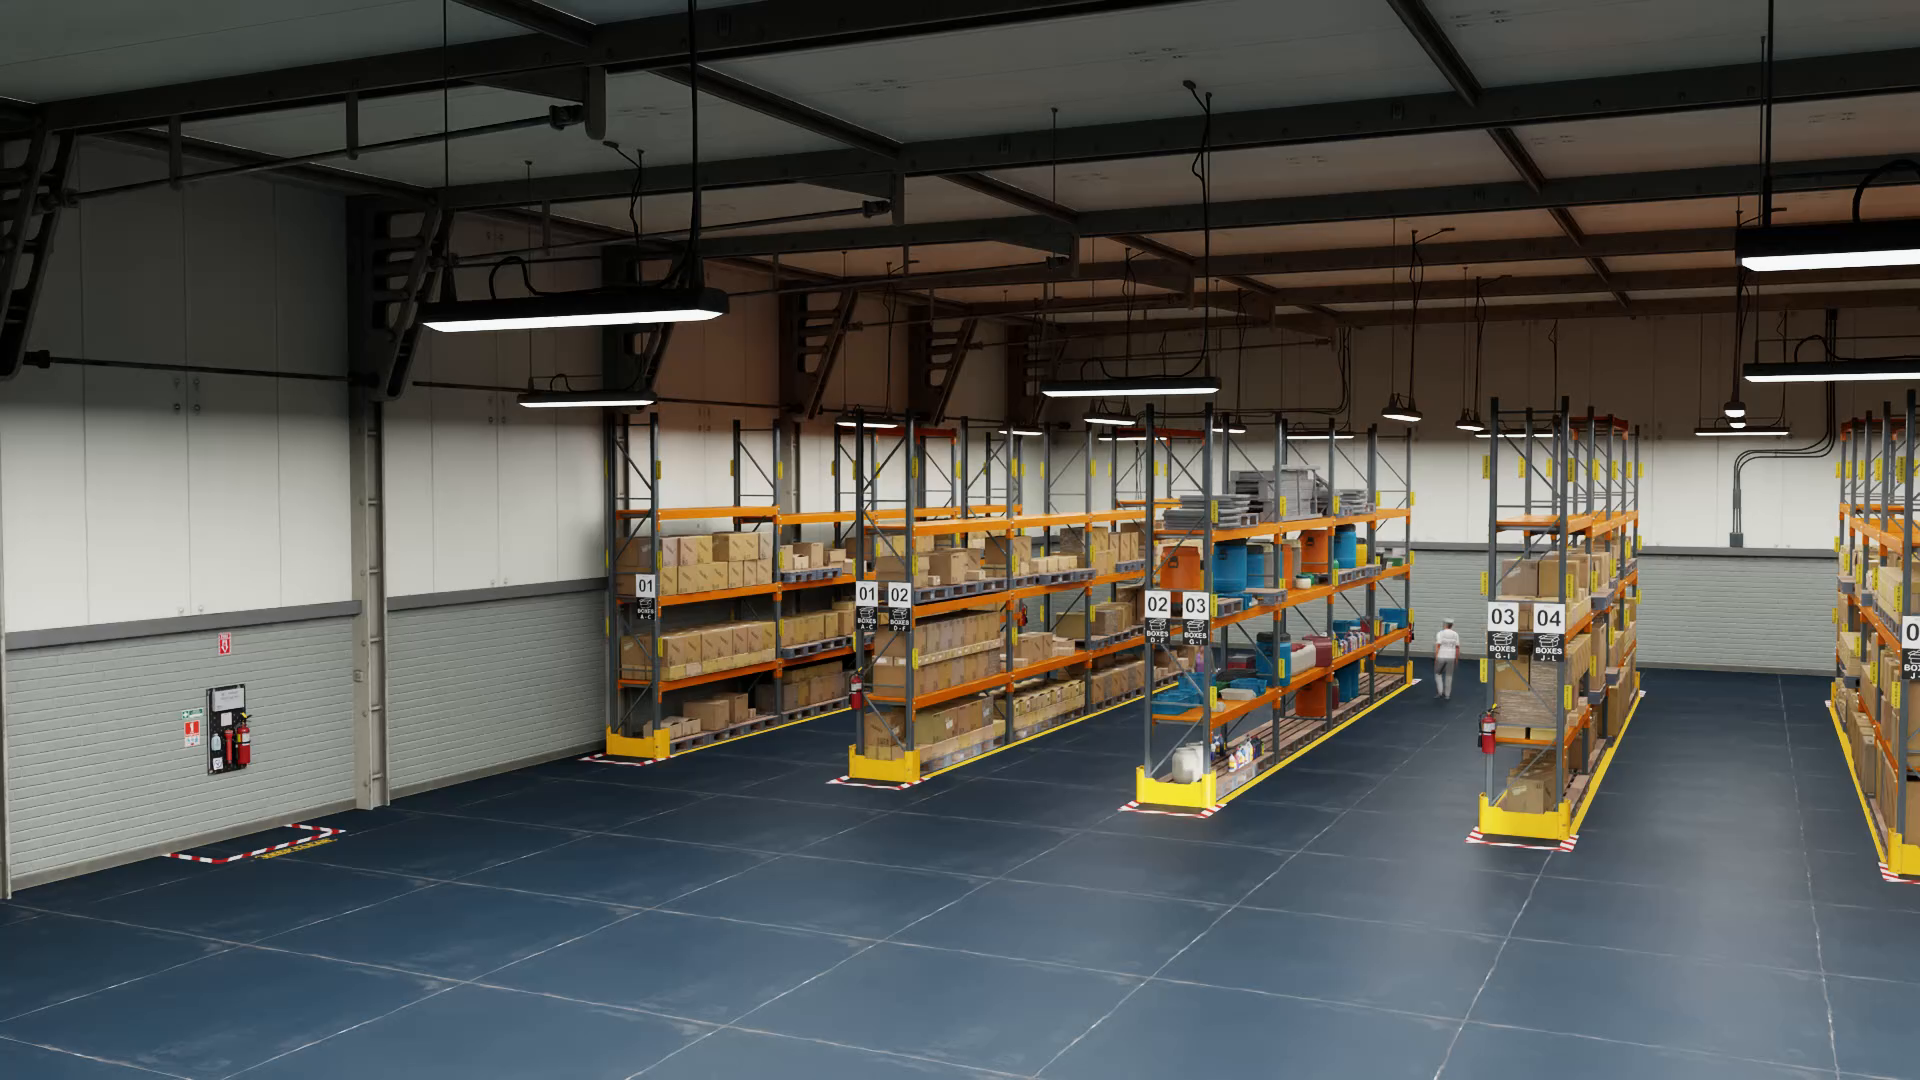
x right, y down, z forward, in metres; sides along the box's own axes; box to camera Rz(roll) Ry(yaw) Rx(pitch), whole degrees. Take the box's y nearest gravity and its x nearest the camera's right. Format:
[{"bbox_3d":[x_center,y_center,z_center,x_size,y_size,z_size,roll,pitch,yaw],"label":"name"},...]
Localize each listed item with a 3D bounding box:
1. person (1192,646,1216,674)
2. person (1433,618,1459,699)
[{"bbox_3d":[4.846,2.813,33.349,0.448,1.538,1.011,2,3,33],"label":"person"},{"bbox_3d":[10.610,2.613,36.246,0.543,1.812,0.484,0,2,7],"label":"person"}]
